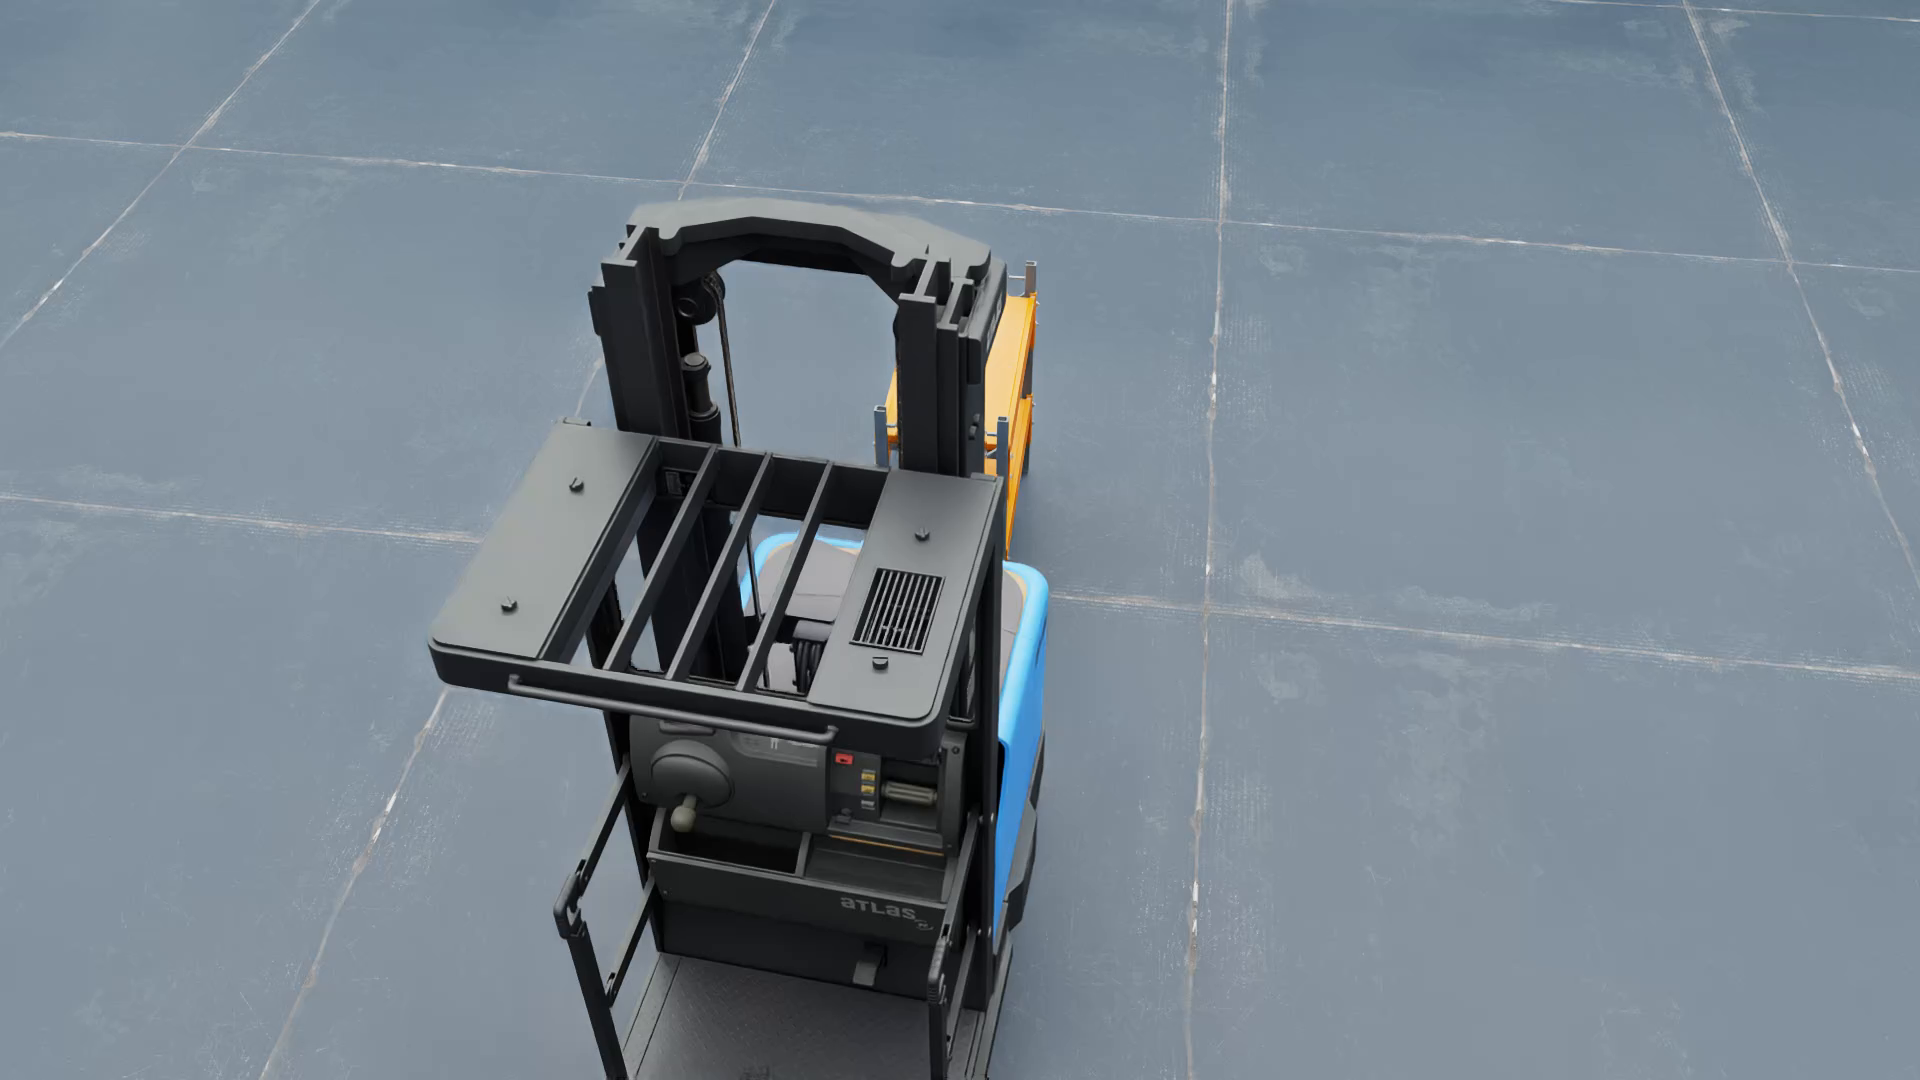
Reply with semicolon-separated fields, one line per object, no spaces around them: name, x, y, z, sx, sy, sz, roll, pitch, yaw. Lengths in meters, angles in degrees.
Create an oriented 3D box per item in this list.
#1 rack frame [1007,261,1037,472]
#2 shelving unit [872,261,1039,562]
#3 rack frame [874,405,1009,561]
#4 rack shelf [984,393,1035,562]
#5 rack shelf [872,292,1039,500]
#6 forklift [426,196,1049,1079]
rack frame;0.066;-0.750;7.246;0.500;1.125;0.032;5;44;6
shelving unit;-0.001;-0.404;6.881;0.538;1.125;1.048;5;44;6
rack frame;-0.068;-0.057;6.515;0.500;1.125;0.032;5;44;6
rack shelf;-0.001;-0.226;7.049;0.538;0.278;1.000;5;44;6
rack shelf;-0.001;-0.616;6.679;0.538;0.278;1.000;5;44;6
forklift;-0.490;0.730;4.369;1.130;2.935;3.031;8;44;8
